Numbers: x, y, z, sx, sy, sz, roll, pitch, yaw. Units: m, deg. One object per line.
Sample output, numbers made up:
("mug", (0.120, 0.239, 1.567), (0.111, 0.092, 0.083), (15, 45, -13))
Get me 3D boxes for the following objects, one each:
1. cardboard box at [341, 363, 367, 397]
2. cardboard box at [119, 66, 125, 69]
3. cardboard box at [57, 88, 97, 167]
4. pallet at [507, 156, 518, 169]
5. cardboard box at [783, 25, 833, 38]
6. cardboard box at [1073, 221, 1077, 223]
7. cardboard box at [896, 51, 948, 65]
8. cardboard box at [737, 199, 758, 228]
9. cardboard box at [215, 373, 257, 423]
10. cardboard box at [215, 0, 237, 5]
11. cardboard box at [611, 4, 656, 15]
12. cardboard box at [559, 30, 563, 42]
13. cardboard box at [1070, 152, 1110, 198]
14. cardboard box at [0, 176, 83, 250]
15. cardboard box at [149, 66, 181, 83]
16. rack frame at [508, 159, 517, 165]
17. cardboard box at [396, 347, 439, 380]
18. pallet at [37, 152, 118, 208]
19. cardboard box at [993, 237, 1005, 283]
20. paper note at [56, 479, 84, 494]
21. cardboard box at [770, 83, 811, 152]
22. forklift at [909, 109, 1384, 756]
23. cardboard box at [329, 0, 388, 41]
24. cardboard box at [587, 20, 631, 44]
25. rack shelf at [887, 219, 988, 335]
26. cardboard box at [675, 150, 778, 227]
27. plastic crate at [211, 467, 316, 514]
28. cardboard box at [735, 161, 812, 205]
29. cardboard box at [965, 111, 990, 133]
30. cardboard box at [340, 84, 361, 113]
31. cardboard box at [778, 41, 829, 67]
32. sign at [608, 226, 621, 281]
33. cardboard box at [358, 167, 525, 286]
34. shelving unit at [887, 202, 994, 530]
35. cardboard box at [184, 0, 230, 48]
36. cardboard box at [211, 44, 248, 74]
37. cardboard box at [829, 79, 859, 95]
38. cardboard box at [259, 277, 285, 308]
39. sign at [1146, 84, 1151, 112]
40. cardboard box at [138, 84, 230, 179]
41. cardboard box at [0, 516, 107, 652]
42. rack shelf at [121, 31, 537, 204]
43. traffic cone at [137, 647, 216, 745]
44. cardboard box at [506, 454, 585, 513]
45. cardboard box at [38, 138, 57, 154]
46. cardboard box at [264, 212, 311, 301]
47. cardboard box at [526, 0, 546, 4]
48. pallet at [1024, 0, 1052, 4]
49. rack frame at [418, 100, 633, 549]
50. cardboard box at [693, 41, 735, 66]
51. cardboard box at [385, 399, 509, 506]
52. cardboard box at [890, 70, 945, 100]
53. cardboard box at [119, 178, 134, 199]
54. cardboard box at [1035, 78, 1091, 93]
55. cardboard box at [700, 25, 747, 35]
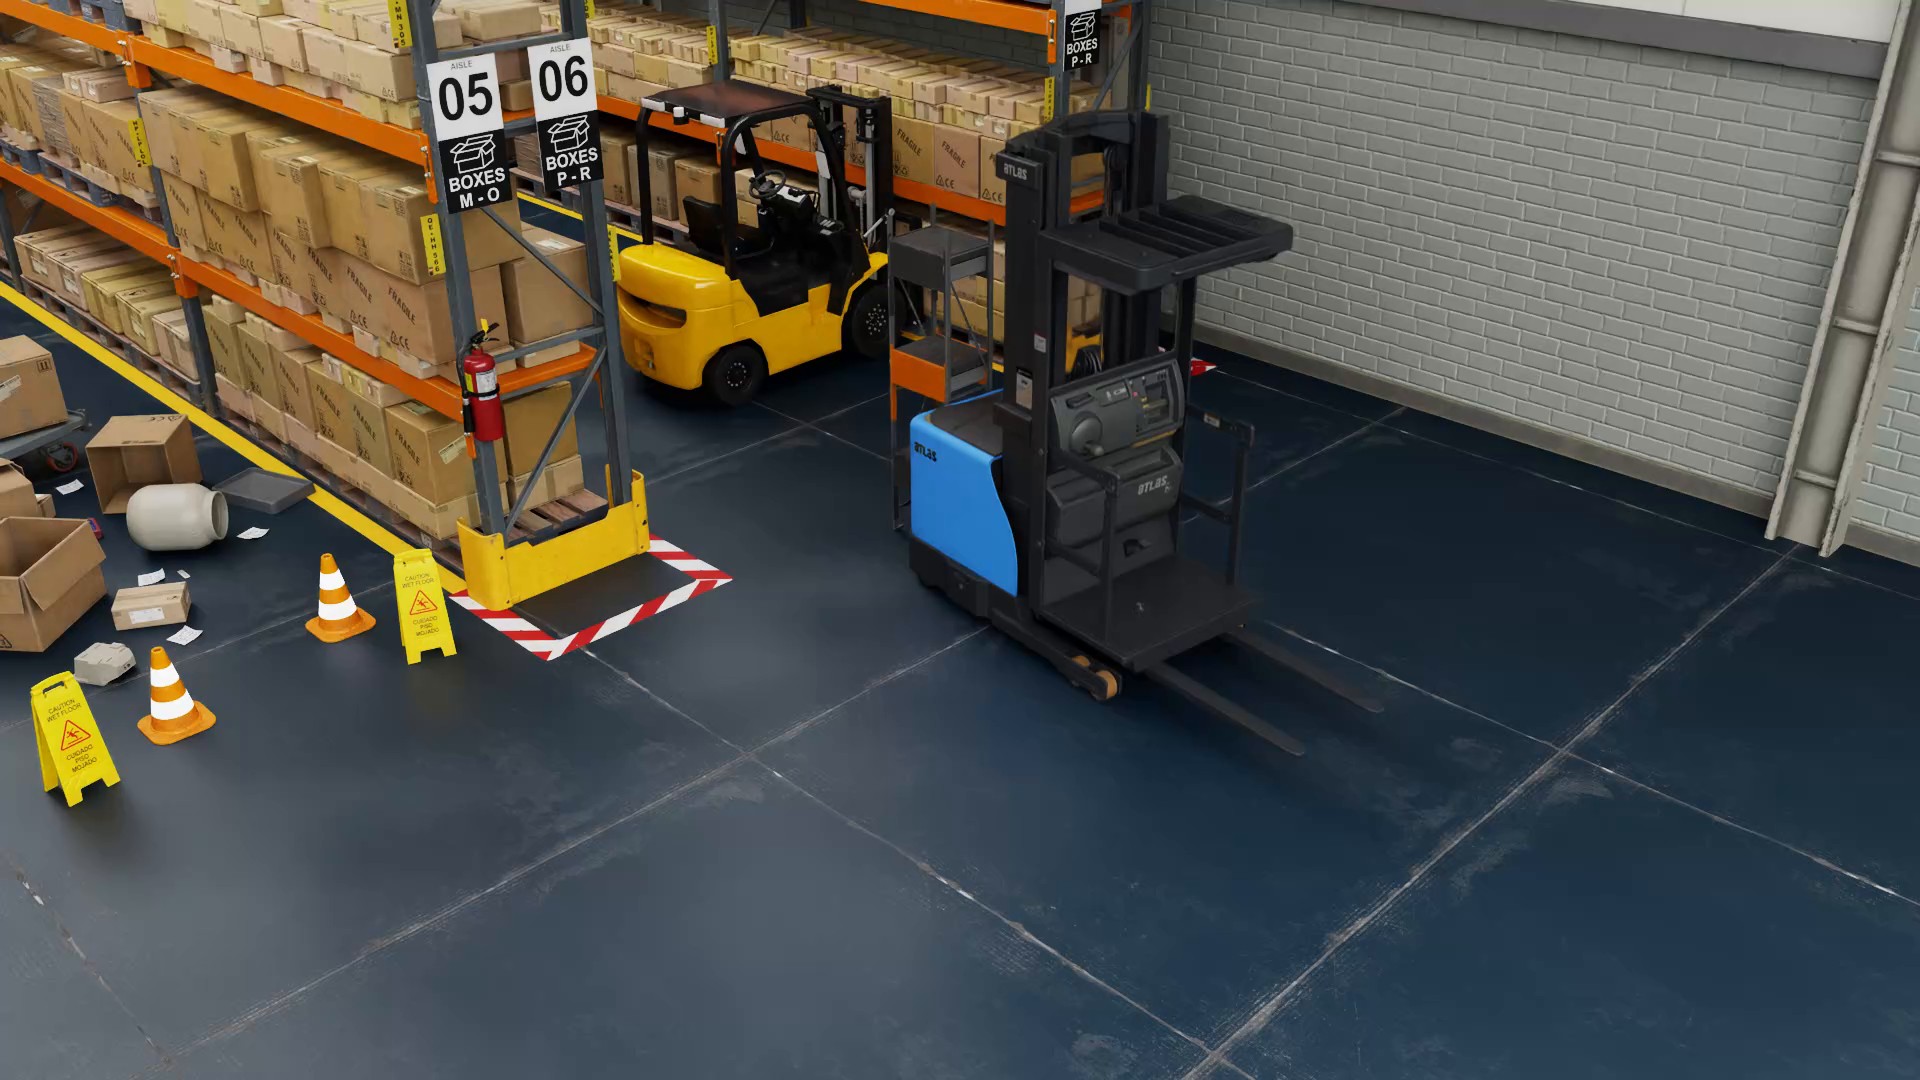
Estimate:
("cardboard box", (-3.673, -1.058, 10.533), (0.380, 0.149, 0.250), (-25, 36, -38))
("cardboard box", (-6.493, -3.523, 13.342), (0.500, 0.500, 0.500), (23, 35, 36))
("cardboard box", (-6.494, -3.188, 12.705), (0.500, 0.500, 0.500), (-24, 36, -38))
("pallet", (-5.166, -4.396, 18.876), (1.213, 0.211, 1.003), (25, 36, 38))
("cardboard box", (-1.369, -4.528, 15.007), (0.250, 0.149, 0.380), (25, 36, 38))
("cardboard box", (0.834, -2.394, 13.503), (0.500, 0.250, 0.500), (24, 36, 38))
("cardboard box", (-0.320, -4.006, 14.015), (0.380, 0.149, 0.250), (-24, 36, -38))
("cardboard box", (-1.680, -2.998, 15.189), (0.500, 0.250, 0.500), (24, 36, 38))
("cardboard box", (-5.054, -1.107, 12.128), (0.500, 0.250, 0.500), (23, 35, 36))
("cardboard box", (-4.323, -3.372, 10.123), (0.250, 0.149, 0.380), (24, 36, 38))
("cardboard box", (-3.288, -5.291, 16.779), (0.250, 0.149, 0.380), (24, 36, 38))
("cardboard box", (-3.799, -4.962, 16.581), (0.500, 0.250, 0.500), (24, 36, 37))
("cardboard box", (0.886, -3.061, 13.235), (0.500, 0.500, 0.500), (-24, 36, -38))
("cardboard box", (-8.572, -3.224, 15.483), (0.875, 0.875, 0.875), (24, 36, 38))
("cardboard box", (-6.220, -3.660, 12.906), (0.380, 0.149, 0.250), (-23, 35, -37))
("rack frame", (-4.661, -5.374, 17.740), (0.127, 3.000, 1.000), (25, 36, 38))
("cardboard box", (-3.108, -1.101, 9.883), (0.250, 0.149, 0.380), (24, 36, 38))
("pallet", (-6.698, -3.008, 13.447), (1.213, 0.211, 1.003), (25, 36, 38))
("cardboard box", (0.497, -2.222, 13.174), (0.500, 0.250, 0.500), (-24, 36, -38))
("paper note", (-6.104, -0.367, 11.408), (0.142, 0.019, 0.148), (25, 36, 38))
("cardboard box", (-1.292, -3.717, 14.482), (0.500, 0.500, 0.500), (-25, 36, -38))
("forklift", (0.996, -0.682, 8.891), (1.130, 2.935, 3.031), (-20, 34, -33))
("cardboard box", (-3.233, -2.871, 9.170), (0.250, 0.149, 0.380), (24, 36, 38))
("cardboard box", (-3.383, -4.906, 16.045), (0.250, 0.149, 0.380), (23, 36, 37))
("rack shelf", (-0.118, -1.591, 10.038), (0.480, 0.518, 0.431), (25, 36, 38))
("cardboard box", (-2.188, -3.370, 16.030), (0.875, 0.625, 0.625), (-23, 36, -37))
("plastic crate", (-4.741, -0.343, 11.311), (0.583, 0.080, 0.402), (12, 30, 22))
("cardboard box", (-1.683, -3.218, 15.069), (0.500, 0.250, 0.500), (24, 36, 38))
("cardboard box", (0.255, -3.293, 12.979), (0.380, 0.149, 0.250), (-24, 36, -38))
("cardboard box", (-3.250, -2.523, 9.366), (0.380, 0.149, 0.250), (-24, 36, -38))
("cardboard box", (-1.351, -4.194, 14.372), (0.250, 0.149, 0.380), (24, 36, 37))
("sign", (-2.053, -1.678, 9.782), (0.005, 0.325, 0.100), (25, 36, 38))
("cardboard box", (-2.951, -1.828, 9.495), (0.500, 0.500, 0.700), (24, 36, 37))
("shelving unit", (-0.118, -0.983, 10.357), (0.503, 2.100, 0.431), (25, 36, 38))
("cardboard box", (-4.441, -3.246, 10.311), (0.500, 0.250, 0.500), (-25, 37, -39))
("cardboard box", (-4.377, -3.004, 10.280), (0.250, 0.149, 0.380), (24, 36, 37))
("cardboard box", (-0.873, -3.781, 13.907), (0.250, 0.149, 0.380), (23, 36, 37))
("cardboard box", (-4.380, -1.679, 10.984), (0.250, 0.149, 0.380), (25, 37, 39))
("sign", (1.437, -3.364, 12.902), (0.005, 0.325, 0.100), (25, 36, 38))
("cardboard box", (-5.124, -2.823, 11.388), (0.500, 0.500, 0.700), (24, 36, 38))
("cardboard box", (-5.461, 0.257, 9.714), (0.637, 0.503, 0.797), (2, 28, 4))
("rack shelf", (-3.859, -2.777, 10.351), (4.000, 0.370, 1.077), (25, 36, 38))
("traffic cone", (-4.180, 0.775, 8.772), (0.334, 0.463, 0.336), (25, 36, 38))
("cardboard box", (-2.815, -0.439, 10.858), (0.500, 0.250, 0.500), (24, 36, 38))
("cardboard box", (-7.287, -3.275, 13.567), (0.380, 0.149, 0.250), (-23, 35, -36))
("cardboard box", (-4.070, -1.877, 10.664), (0.500, 0.500, 0.500), (-25, 37, -39))
("cardboard box", (-4.449, -5.417, 17.017), (0.380, 0.149, 0.250), (-24, 36, -38))
("pallet", (0.558, -4.291, 12.553), (1.213, 0.211, 1.003), (25, 36, 38))
("rack frame", (-2.433, -1.115, 9.641), (0.127, 3.000, 1.000), (25, 36, 38))
("cardboard box", (-2.207, -4.438, 15.155), (0.380, 0.149, 0.250), (-24, 36, -38))
("cardboard box", (-3.187, -0.591, 10.341), (0.500, 0.500, 0.500), (25, 37, 39))
("cardboard box", (-0.339, -3.657, 13.350), (0.380, 0.149, 0.250), (-24, 36, -38))
("cardboard box", (-6.022, -2.663, 12.403), (0.250, 0.149, 0.380), (23, 36, 37))
("cardboard box", (0.809, -3.514, 13.080), (0.380, 0.149, 0.250), (-24, 36, -38))
("cardboard box", (-2.241, -4.773, 15.792), (0.250, 0.149, 0.380), (24, 36, 38))
